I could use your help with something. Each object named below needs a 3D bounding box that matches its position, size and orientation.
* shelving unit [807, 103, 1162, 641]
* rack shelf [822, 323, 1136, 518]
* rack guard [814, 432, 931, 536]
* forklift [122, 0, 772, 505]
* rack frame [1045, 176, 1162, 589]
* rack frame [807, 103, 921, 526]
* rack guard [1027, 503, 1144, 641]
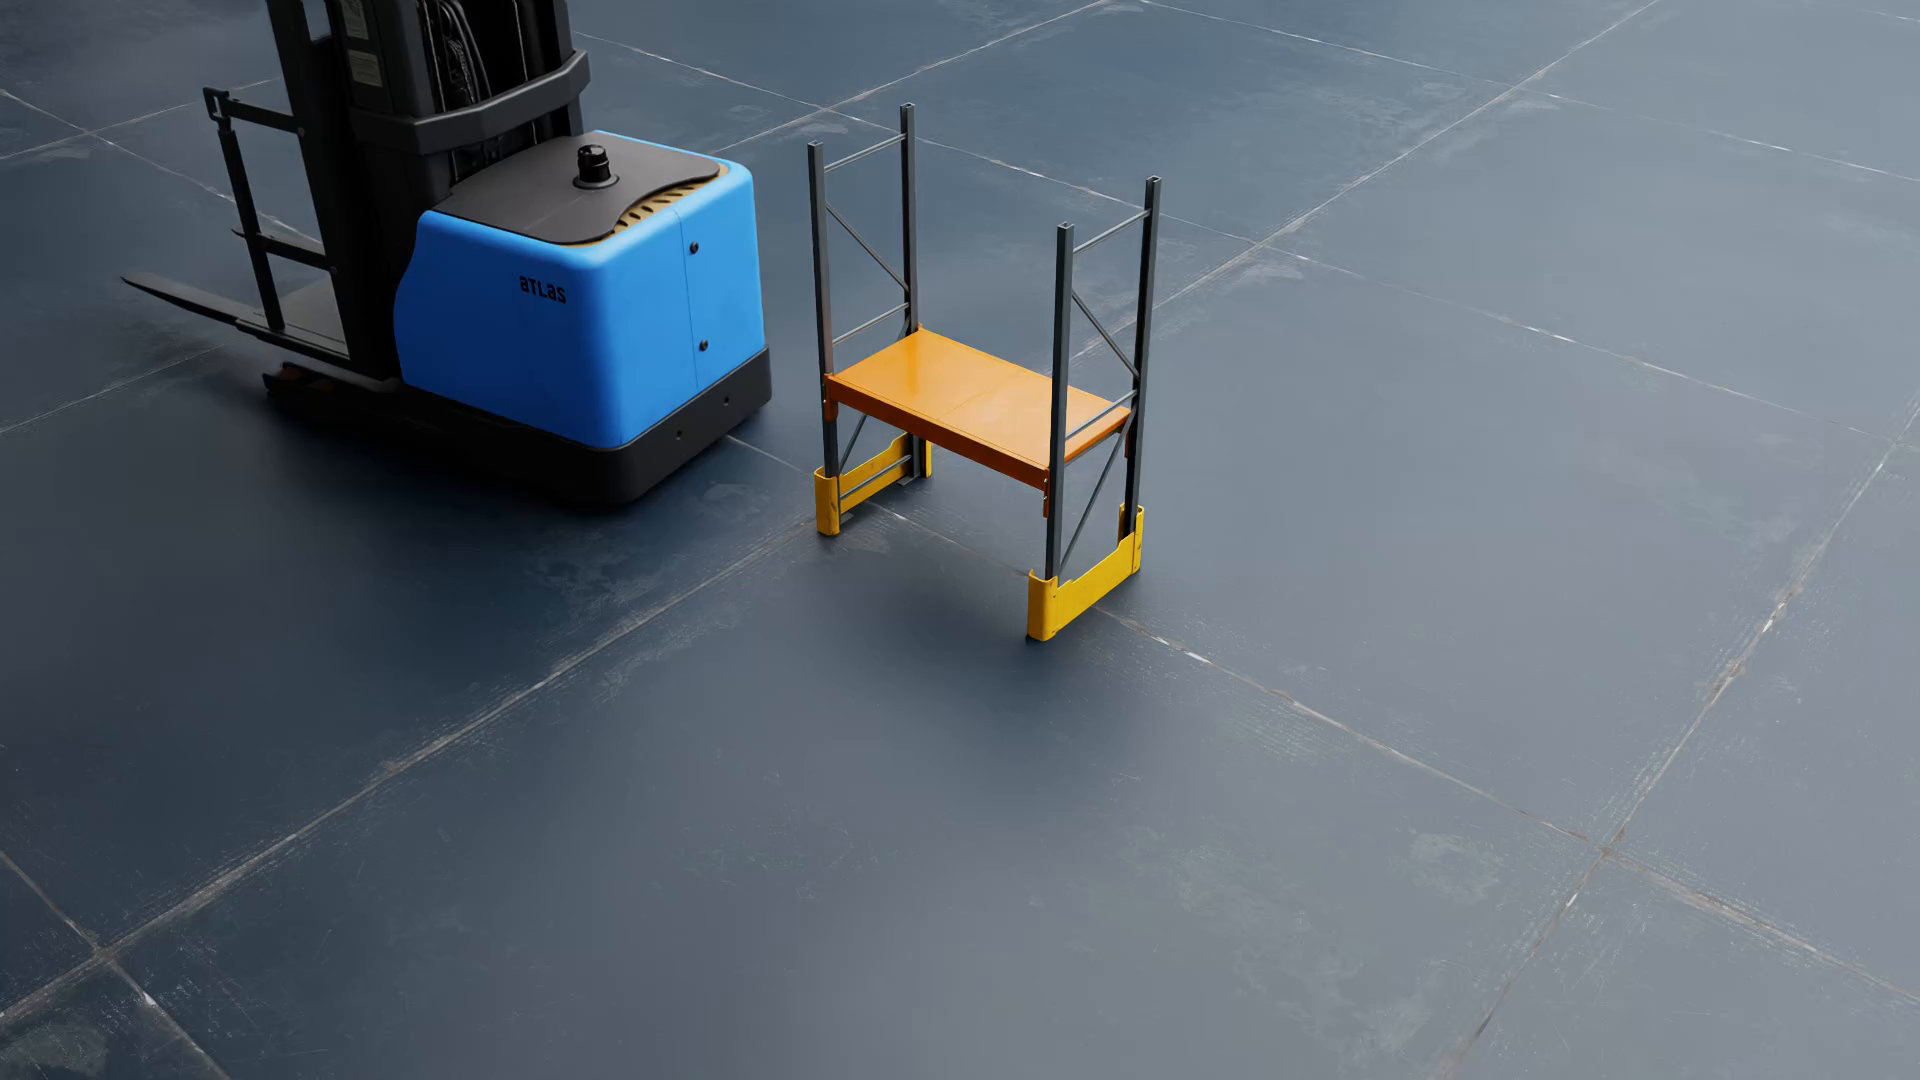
[{"bbox_3d":[0.059,-0.591,5.711,1.083,1.500,0.587,25,42,32],"label":"shelving unit"},{"bbox_3d":[0.066,-0.439,5.808,1.000,0.185,0.538,25,42,32],"label":"rack shelf"},{"bbox_3d":[-0.324,-0.256,6.327,0.087,0.250,0.587,25,42,32],"label":"rack guard"},{"bbox_3d":[-2.315,-1.945,6.419,3.031,2.935,1.130,18,38,25],"label":"forklift"},{"bbox_3d":[0.456,-0.403,5.438,0.032,1.500,0.500,25,42,32],"label":"rack frame"},{"bbox_3d":[-0.325,-0.771,5.974,0.032,1.500,0.500,25,42,32],"label":"rack frame"},{"bbox_3d":[0.441,0.105,5.802,0.087,0.250,0.587,25,42,32],"label":"rack guard"}]
